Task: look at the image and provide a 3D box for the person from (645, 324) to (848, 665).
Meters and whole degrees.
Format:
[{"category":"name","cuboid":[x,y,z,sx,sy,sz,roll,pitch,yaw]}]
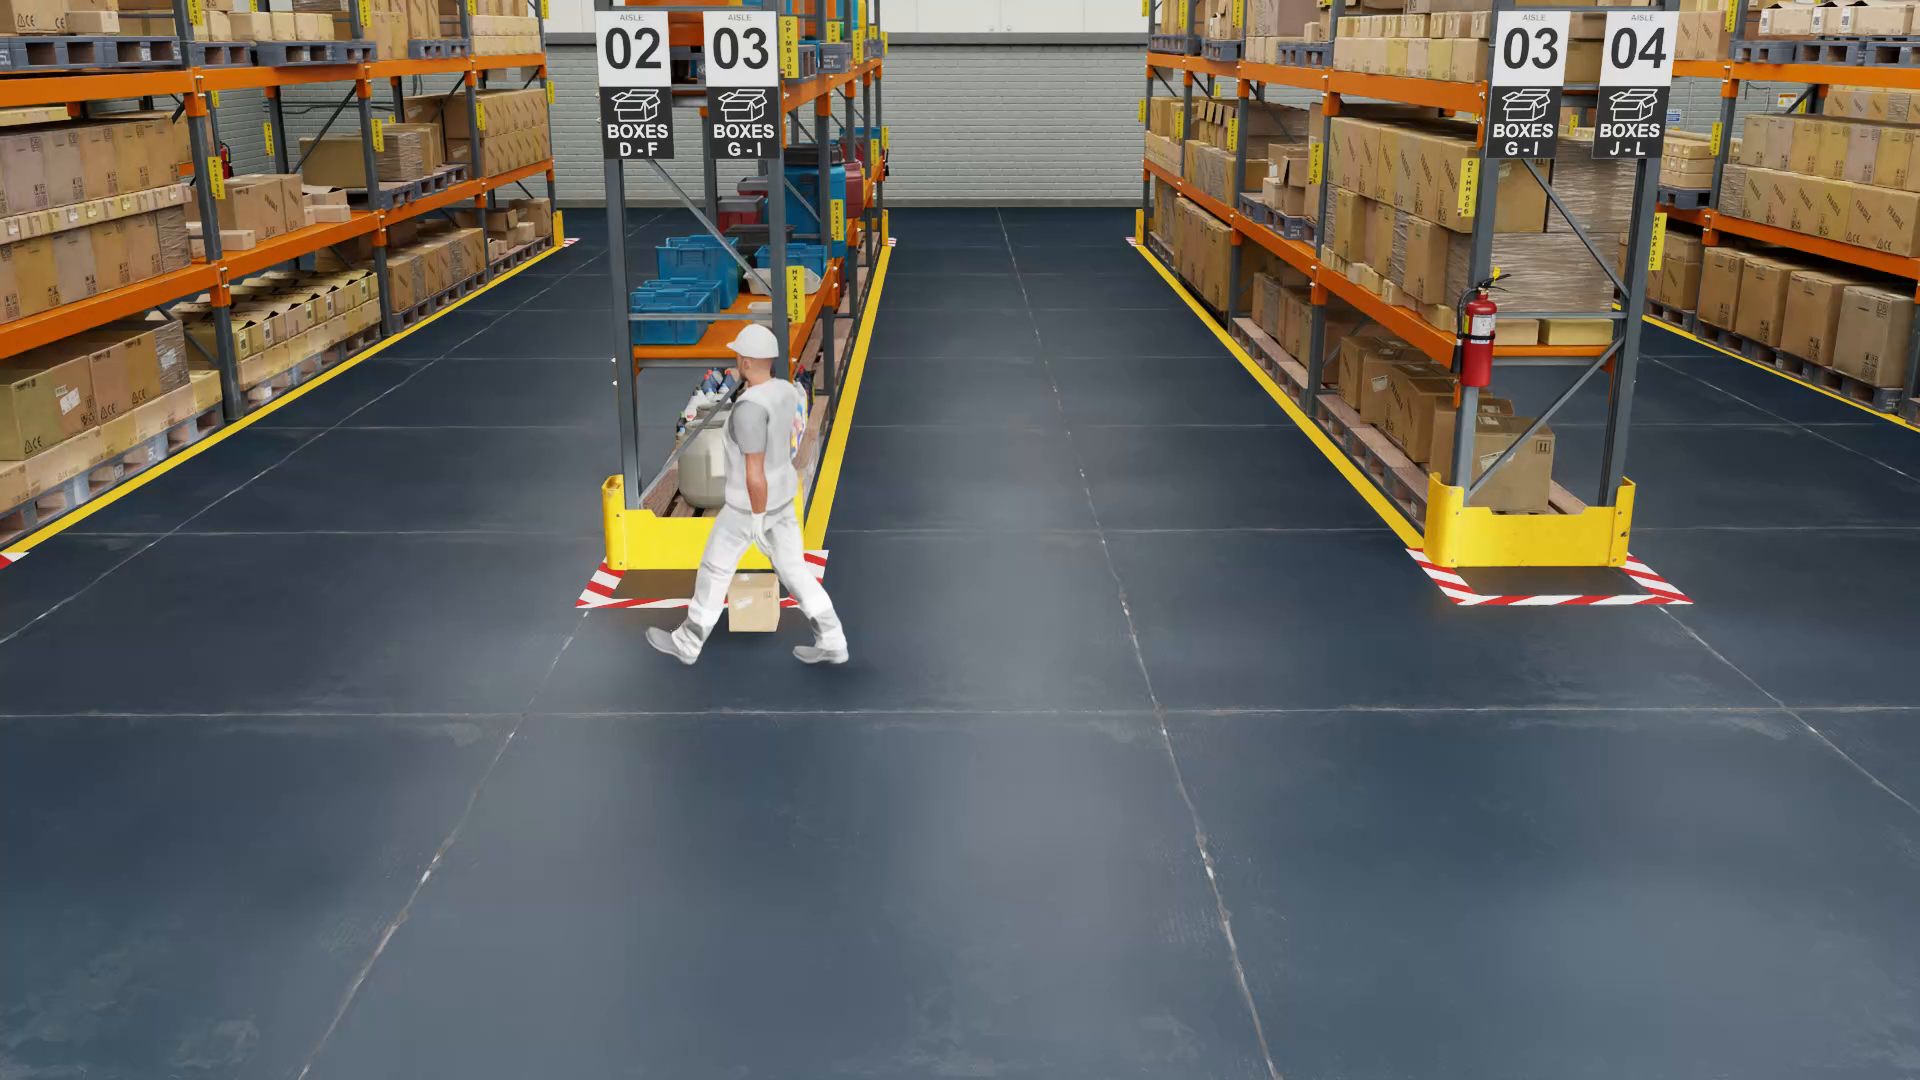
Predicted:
[{"category":"person","cuboid":[-1.079,-0.211,8.225,1.008,1.736,0.563,7,18,23]}]
